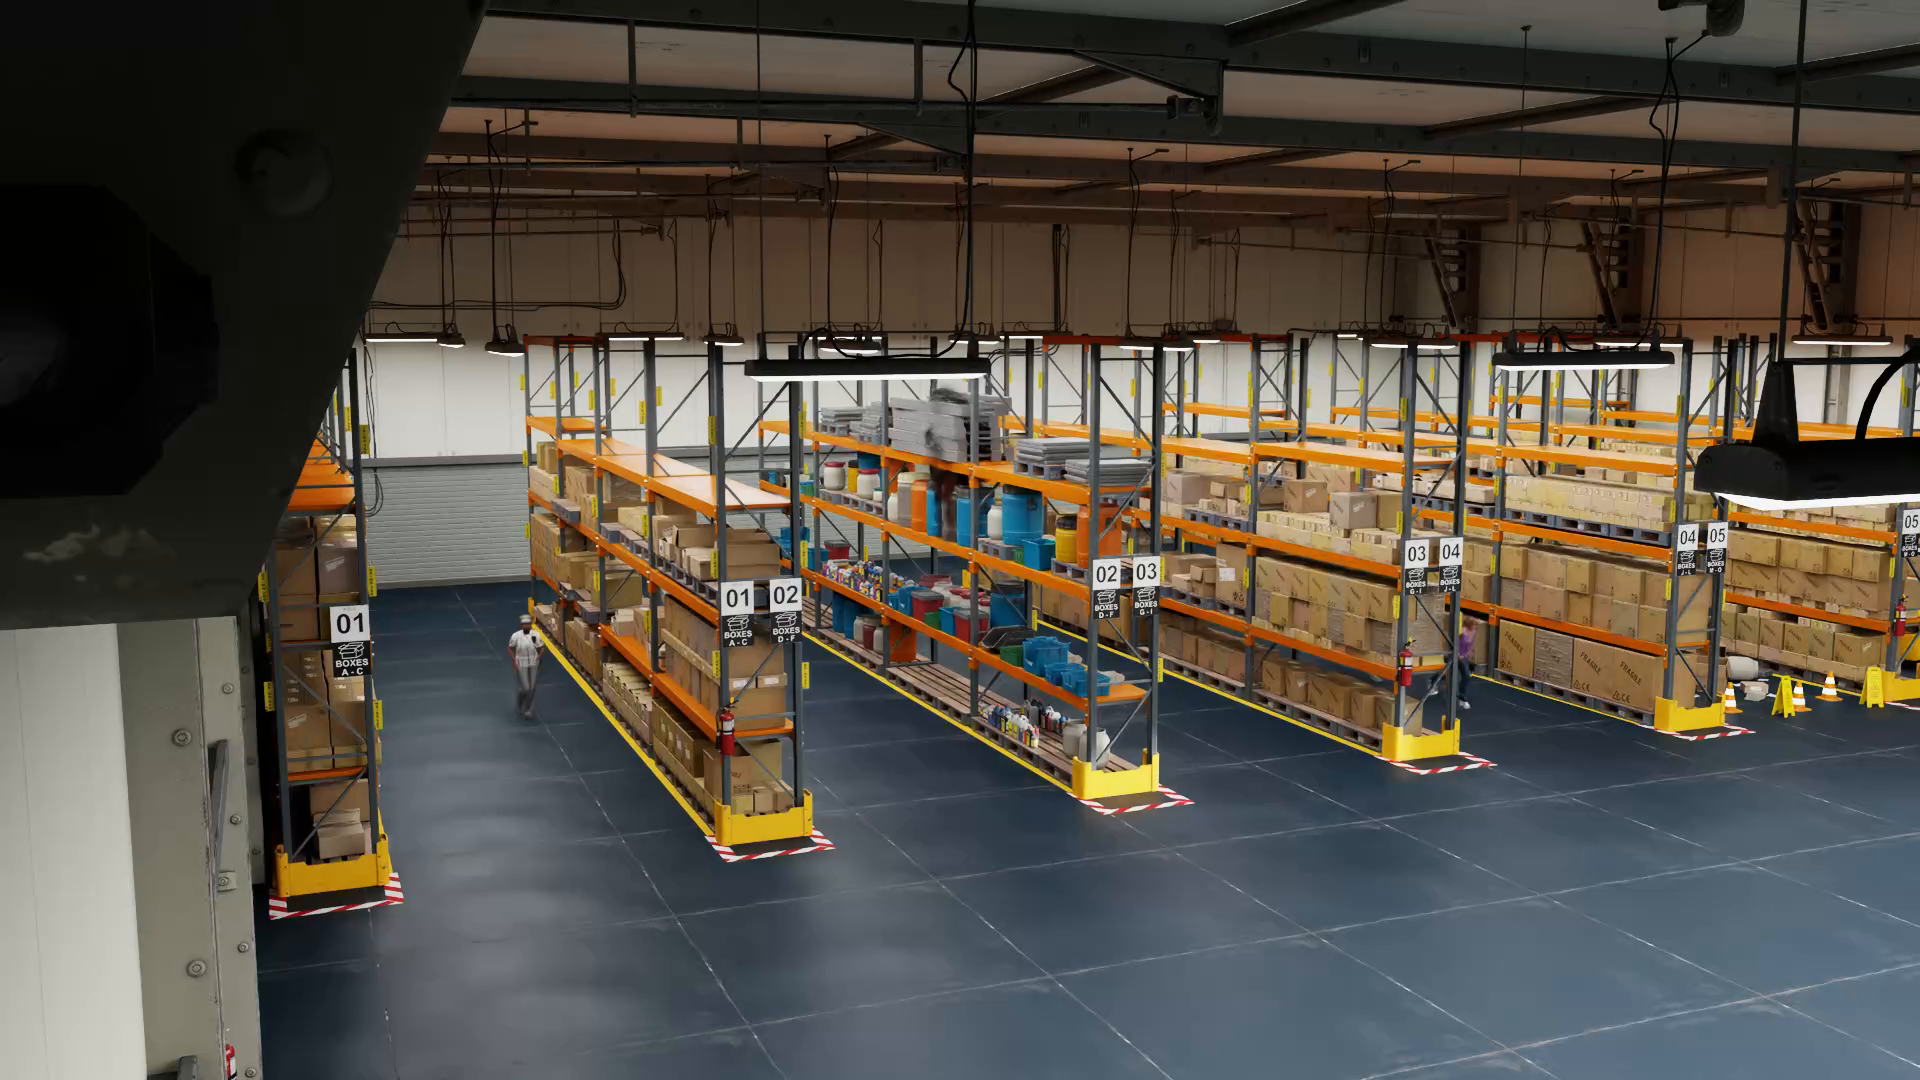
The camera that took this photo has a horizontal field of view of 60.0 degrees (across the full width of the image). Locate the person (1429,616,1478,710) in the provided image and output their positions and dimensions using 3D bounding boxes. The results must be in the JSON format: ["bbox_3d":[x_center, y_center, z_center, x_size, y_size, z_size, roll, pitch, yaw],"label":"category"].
[{"bbox_3d":[8.118,1.963,27.373,0.559,1.549,0.895,-6,10,-38],"label":"person"}]

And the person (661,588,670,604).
[{"bbox_3d":[-5.988,0.935,33.959,0.686,1.796,0.885,-3,8,-24],"label":"person"}]

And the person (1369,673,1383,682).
[{"bbox_3d":[7.303,1.648,29.200,0.616,1.659,0.530,-4,9,-29],"label":"person"}]

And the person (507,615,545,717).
[{"bbox_3d":[-6.849,2.002,26.391,0.561,1.667,0.573,-4,8,-26],"label":"person"}]
